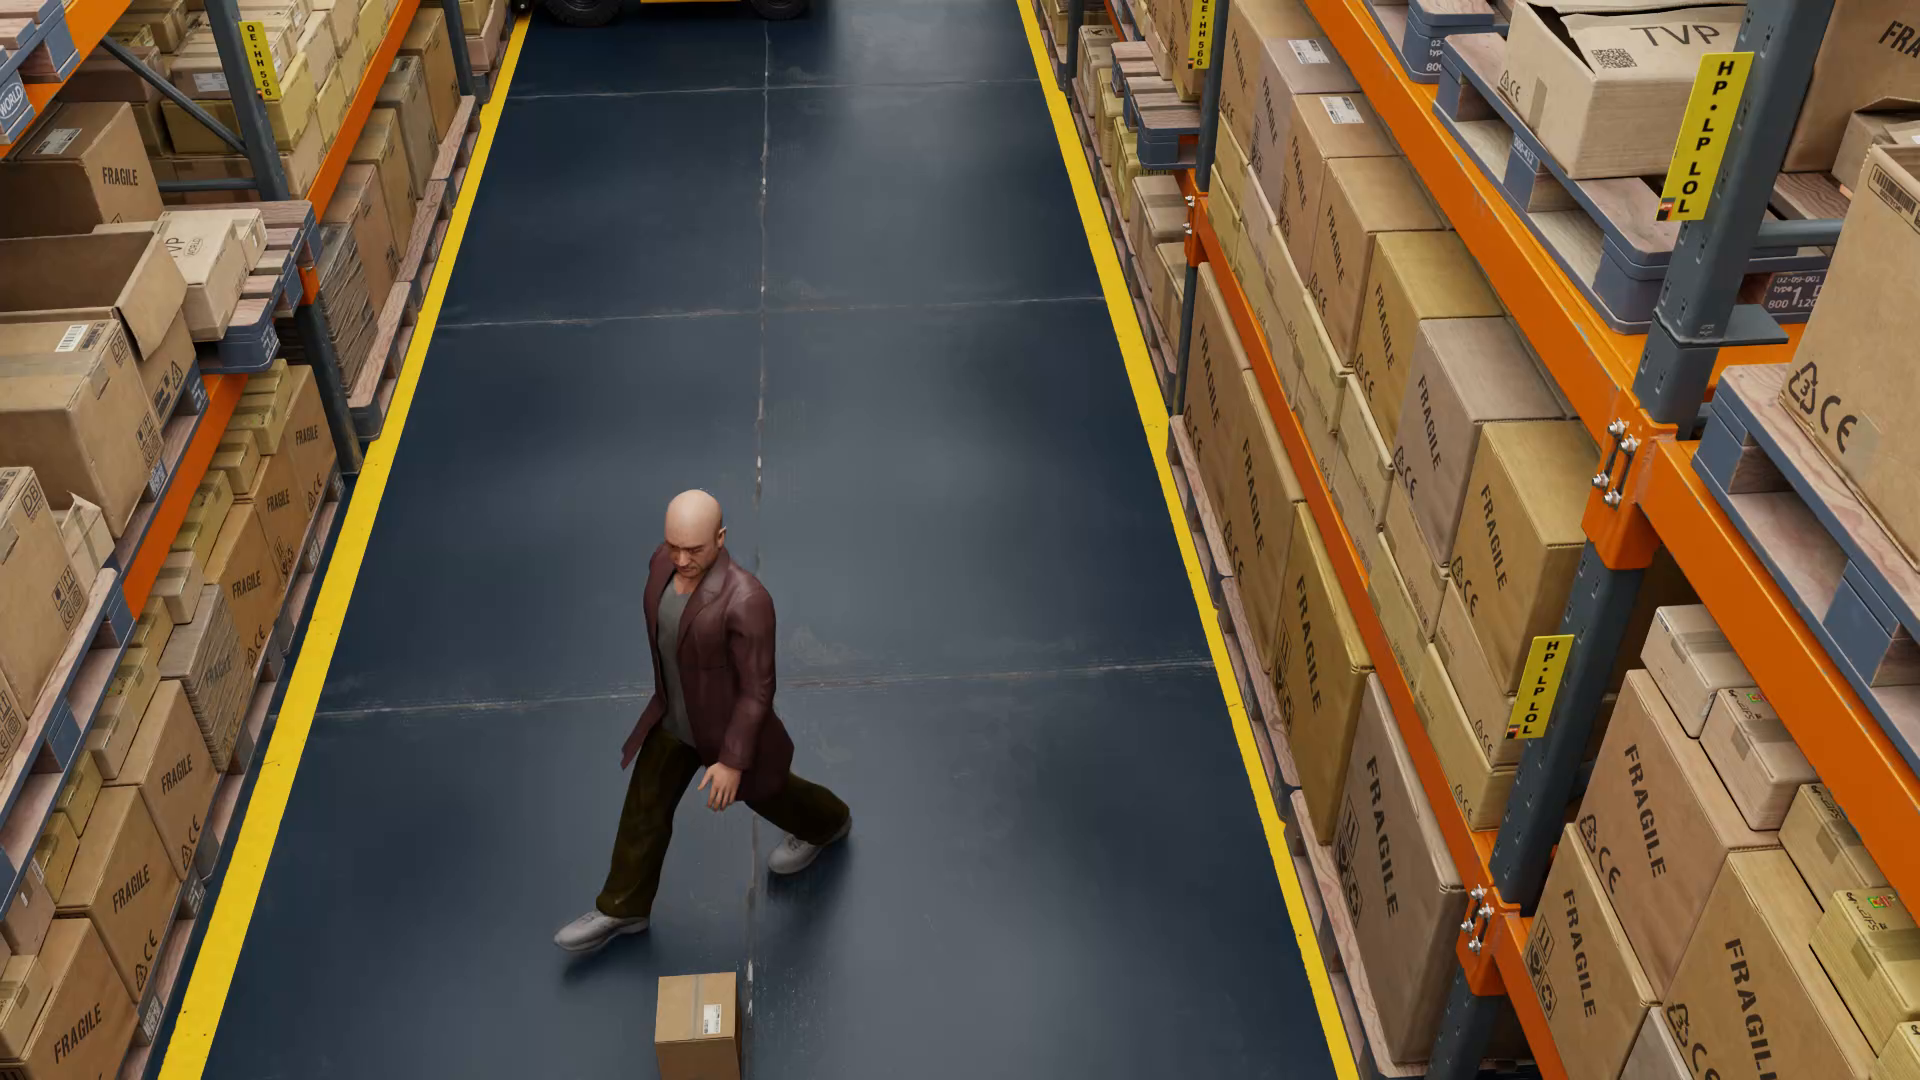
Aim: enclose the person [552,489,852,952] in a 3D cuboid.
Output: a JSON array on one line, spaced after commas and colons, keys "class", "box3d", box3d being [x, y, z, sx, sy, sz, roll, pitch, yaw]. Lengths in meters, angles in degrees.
[{"class": "person", "box3d": [-0.881, 0.610, 5.428, 0.619, 1.719, 1.115, 27, 46, 30]}]
